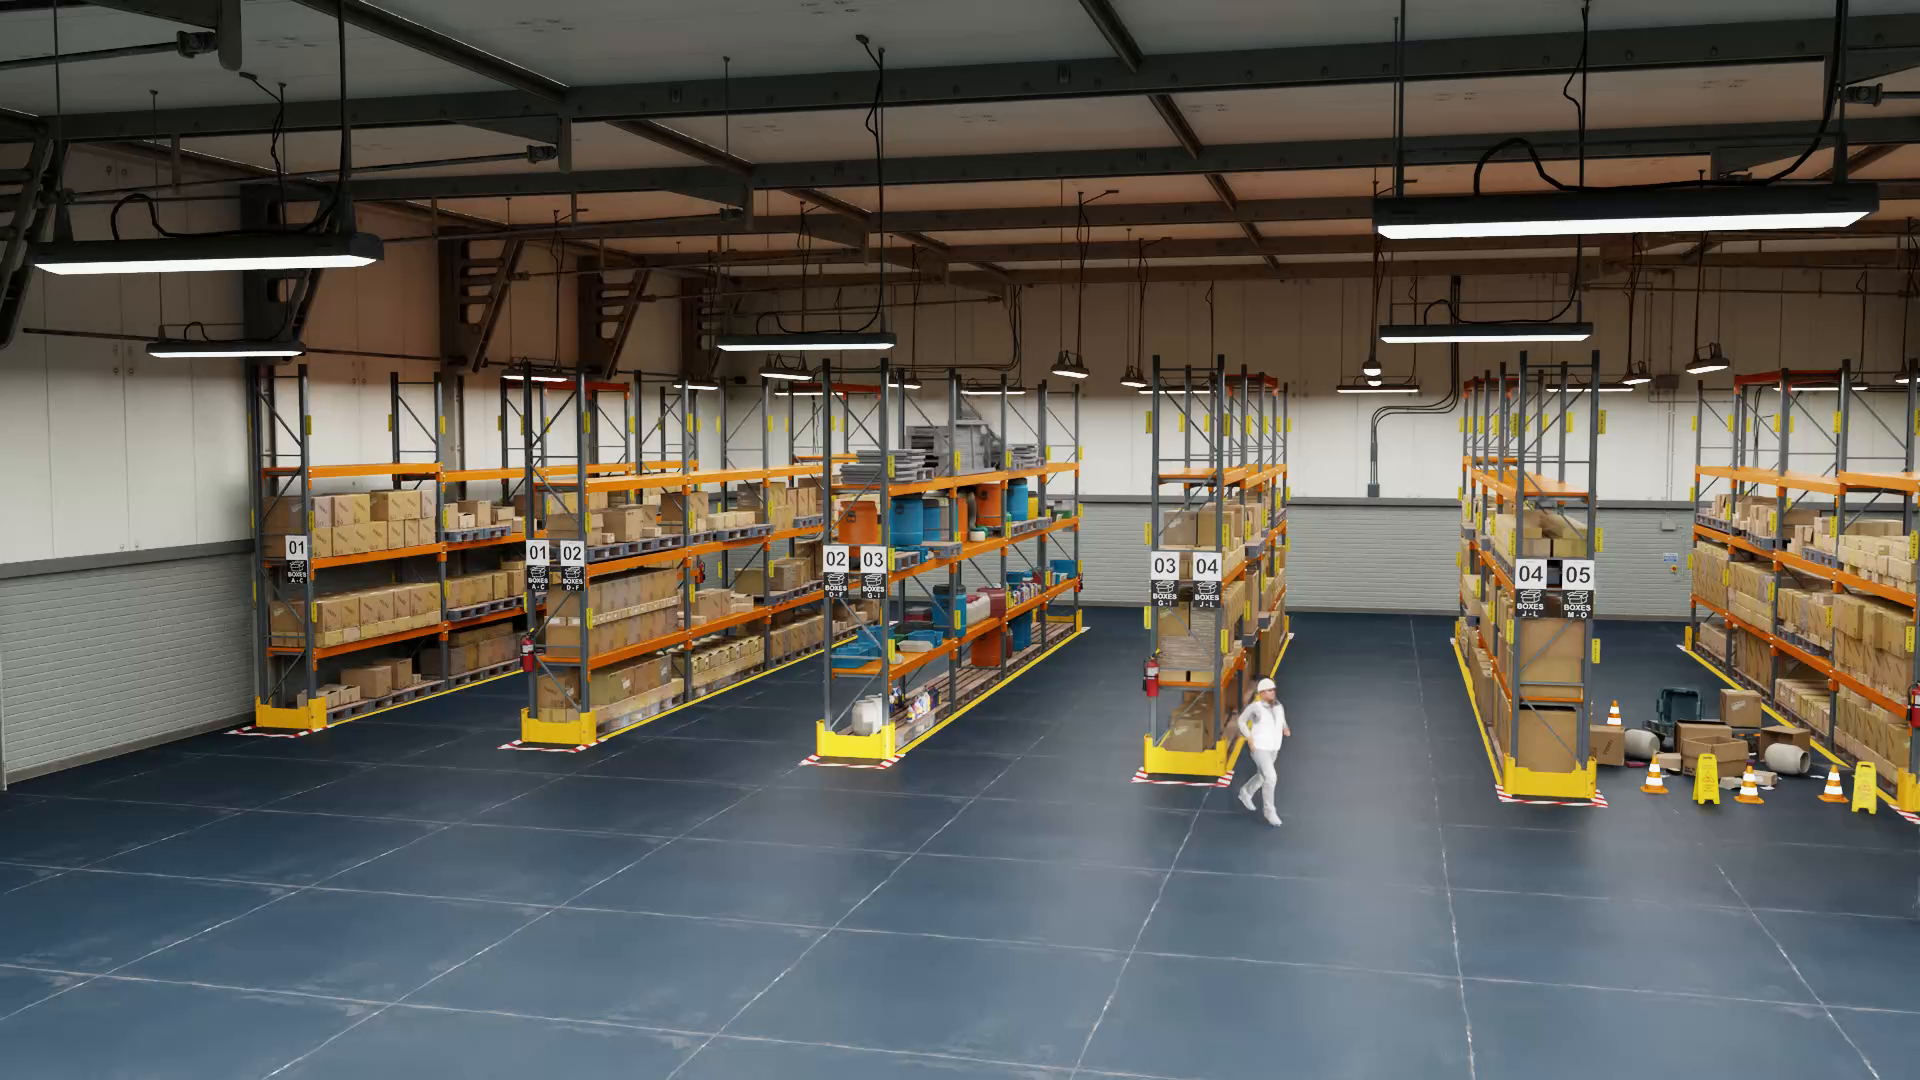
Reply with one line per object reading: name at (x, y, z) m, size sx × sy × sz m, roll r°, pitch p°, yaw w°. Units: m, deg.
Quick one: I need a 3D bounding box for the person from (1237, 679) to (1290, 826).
person at (3.856, 2.651, 21.164) m, size 0.656 × 1.810 × 0.836 m, roll -3°, pitch 5°, yaw -37°
